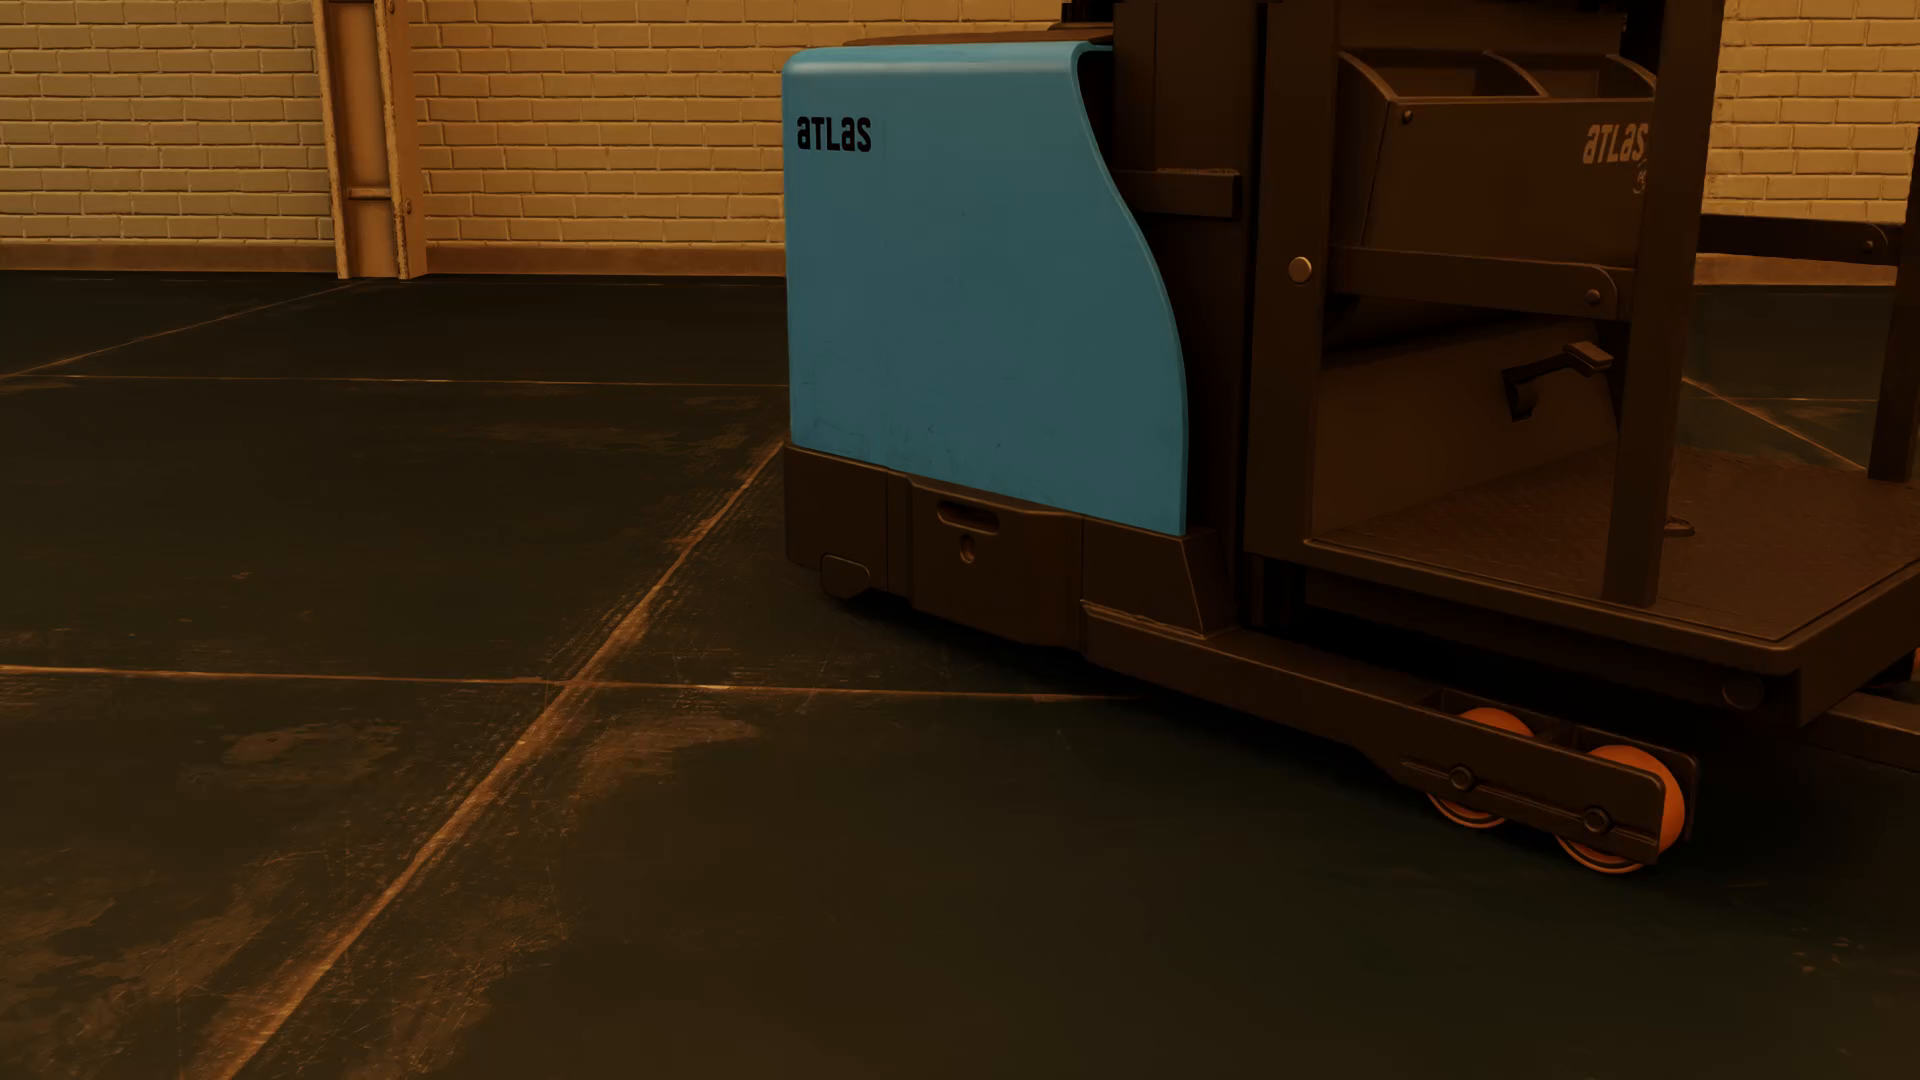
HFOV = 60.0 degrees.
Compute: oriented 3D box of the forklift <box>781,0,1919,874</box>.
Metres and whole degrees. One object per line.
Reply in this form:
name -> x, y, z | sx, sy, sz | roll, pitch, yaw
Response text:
forklift -> 1.031, -1.127, 2.371 | 1.130, 2.935, 3.031 | -14, 21, -42
